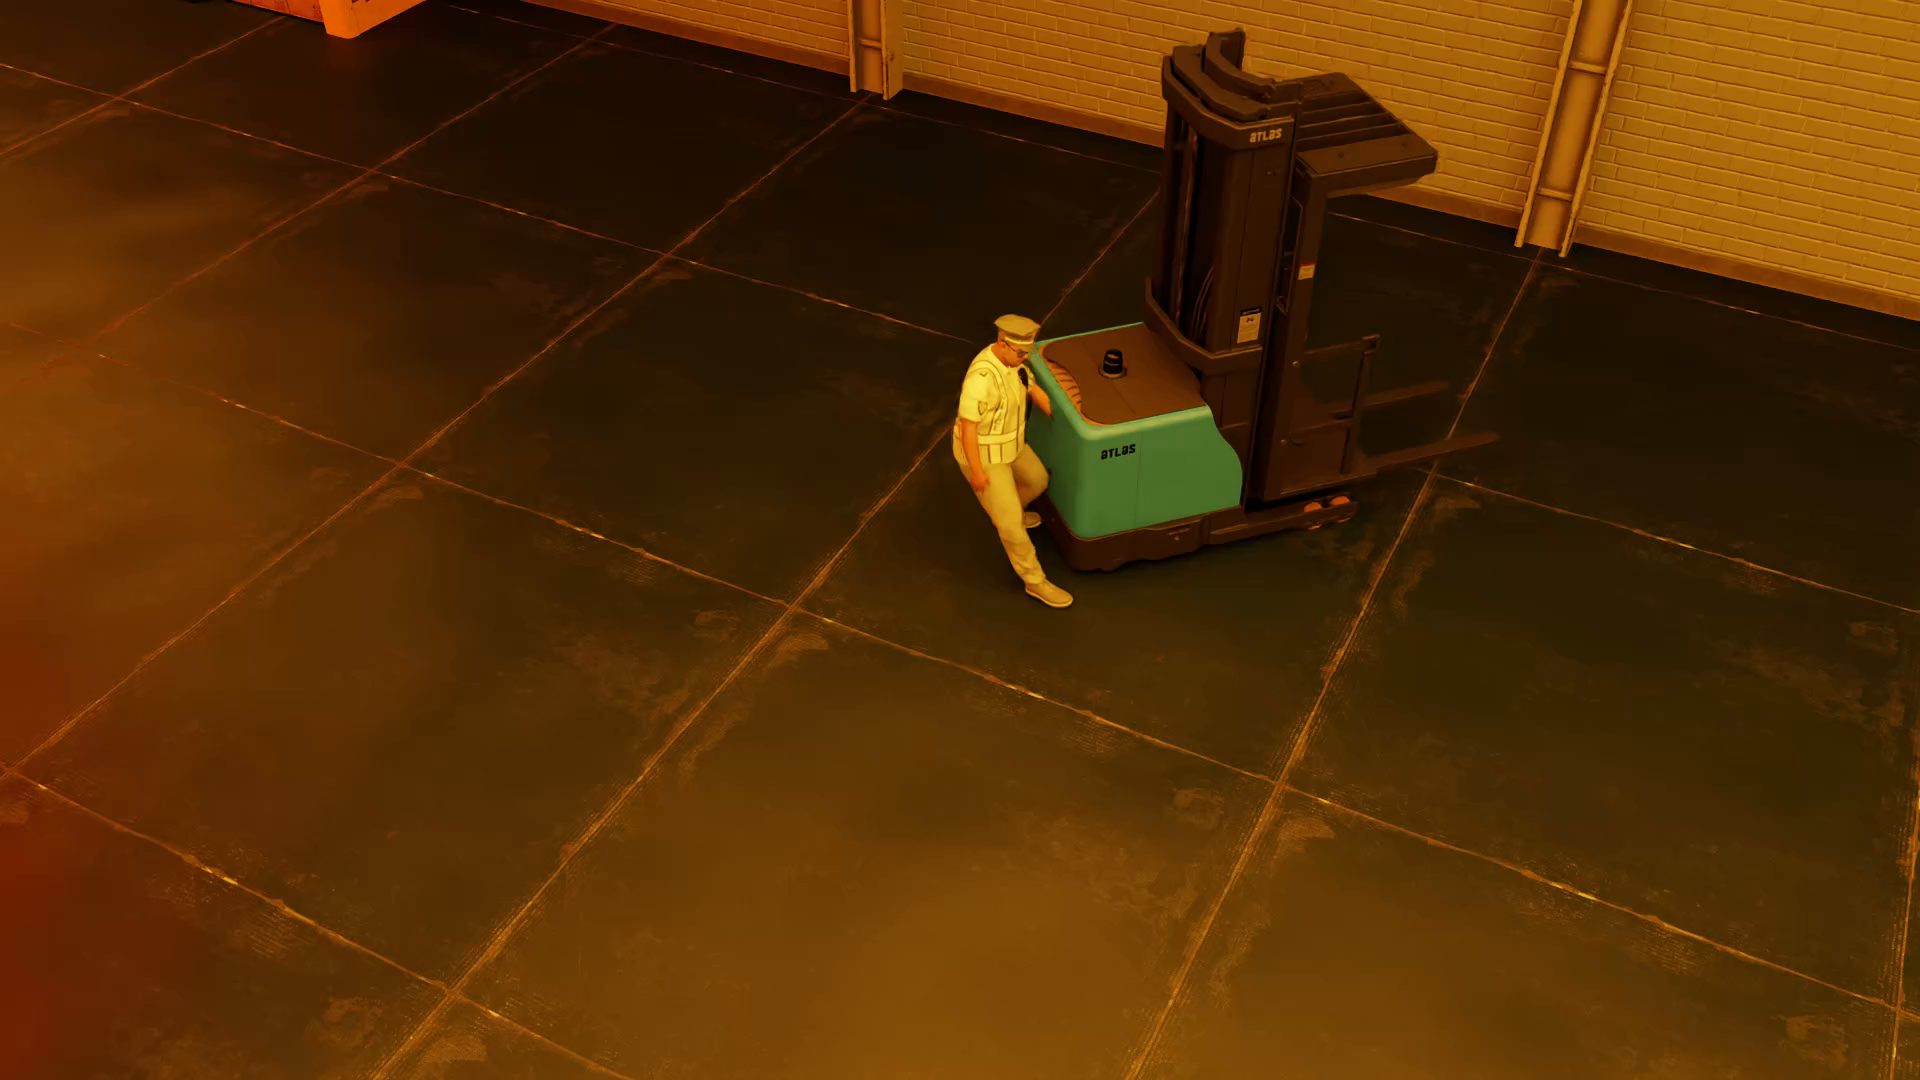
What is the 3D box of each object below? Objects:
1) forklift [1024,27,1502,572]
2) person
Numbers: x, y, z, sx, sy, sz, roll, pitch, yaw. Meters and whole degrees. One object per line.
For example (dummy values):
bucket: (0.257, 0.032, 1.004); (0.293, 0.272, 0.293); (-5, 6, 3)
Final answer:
forklift: (1.948, -1.498, 9.765); (3.031, 2.935, 1.130); (-12, 42, -14)
person: (0.416, -0.496, 9.599); (0.868, 1.638, 0.782); (20, 44, 22)
